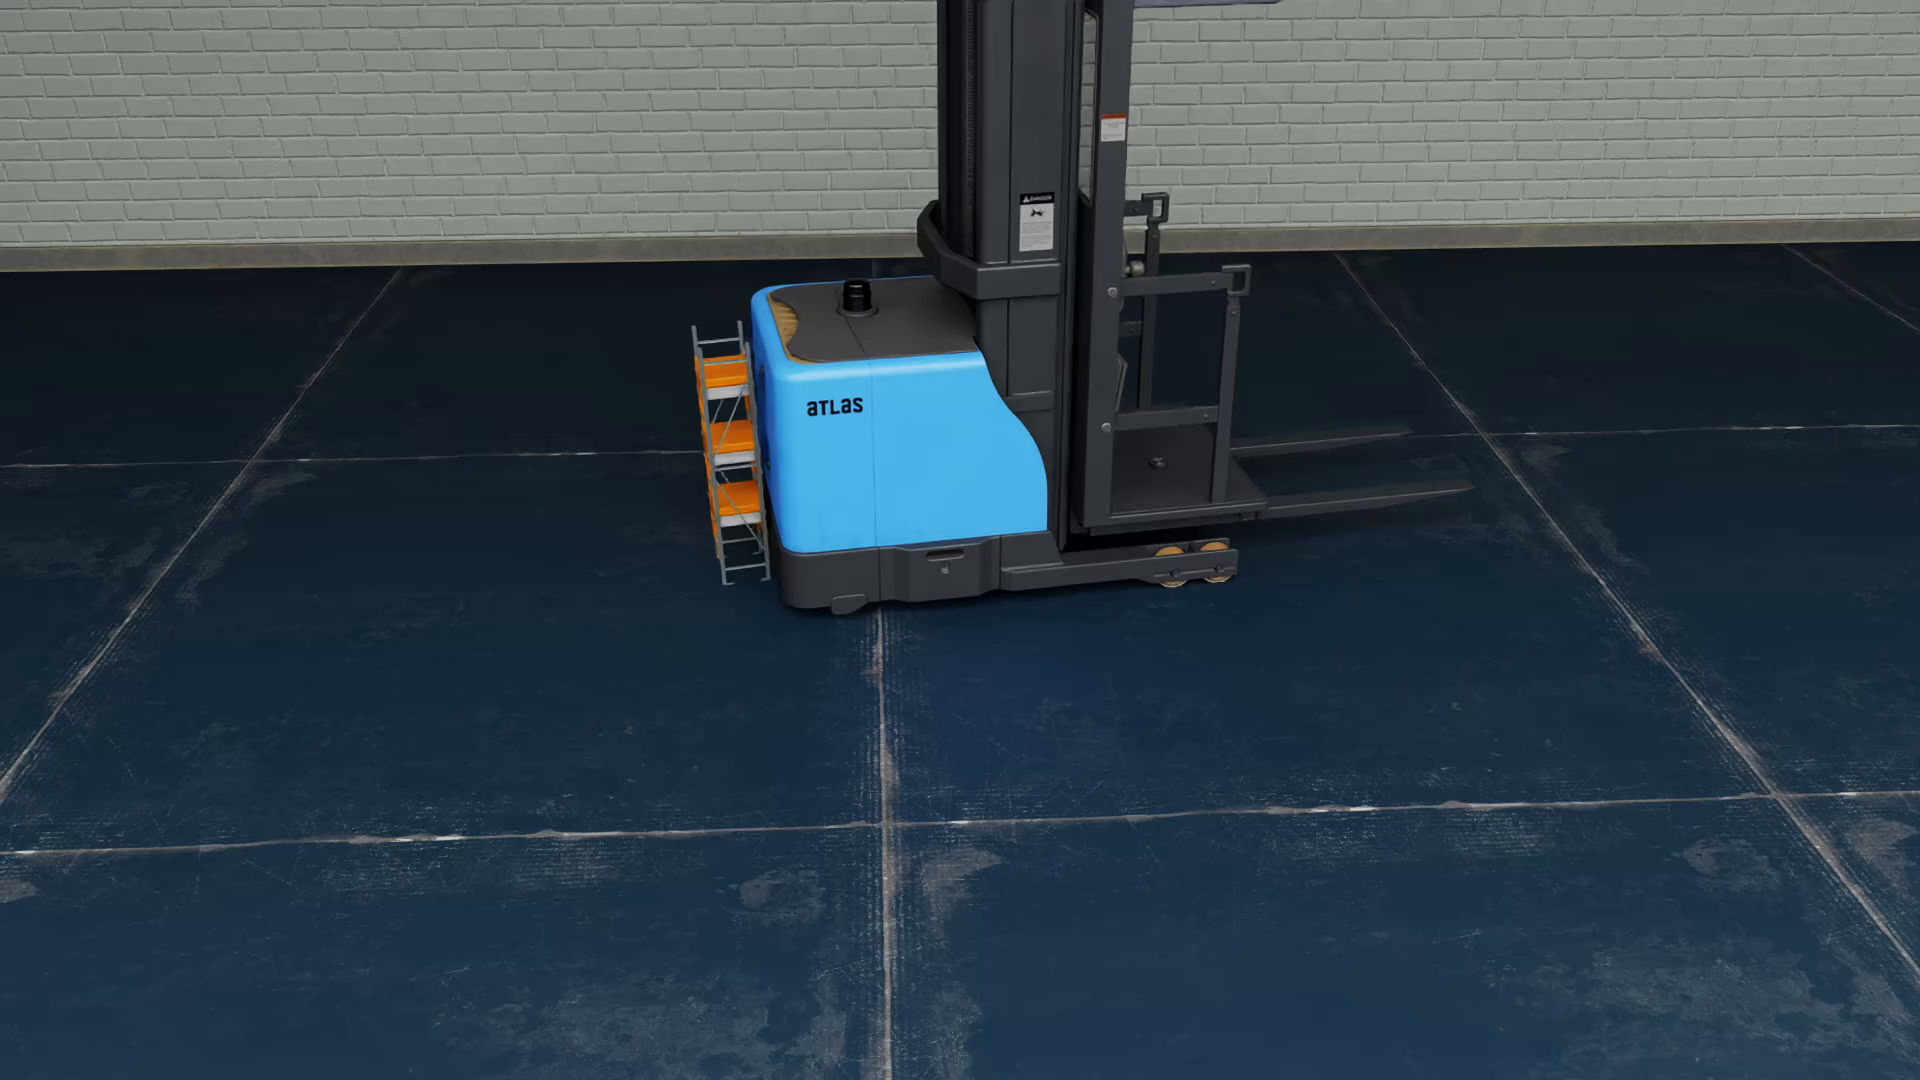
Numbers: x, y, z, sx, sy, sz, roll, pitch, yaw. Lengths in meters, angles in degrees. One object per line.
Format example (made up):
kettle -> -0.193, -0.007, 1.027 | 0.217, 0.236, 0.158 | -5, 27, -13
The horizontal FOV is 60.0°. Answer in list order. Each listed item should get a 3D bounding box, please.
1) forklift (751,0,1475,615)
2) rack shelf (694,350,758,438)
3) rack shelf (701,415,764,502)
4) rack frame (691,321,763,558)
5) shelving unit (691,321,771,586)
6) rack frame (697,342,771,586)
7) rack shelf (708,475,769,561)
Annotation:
forklift -> 0.685, -1.336, 6.643 | 3.031, 2.935, 1.130 | -6, 28, -11
rack shelf -> -0.935, -0.586, 6.641 | 0.215, 0.259, 0.240 | -8, 28, -11
rack shelf -> -0.927, -0.335, 6.773 | 0.215, 0.259, 0.240 | -8, 28, -11
rack frame -> -0.956, -0.399, 6.874 | 0.200, 1.050, 0.008 | -8, 28, -11
shelving unit -> -0.928, -0.344, 6.768 | 0.215, 1.050, 0.252 | -8, 28, -11
rack frame -> -0.900, -0.290, 6.663 | 0.200, 1.050, 0.008 | -8, 28, -11
rack shelf -> -0.920, -0.090, 6.903 | 0.215, 0.259, 0.240 | -8, 28, -11
